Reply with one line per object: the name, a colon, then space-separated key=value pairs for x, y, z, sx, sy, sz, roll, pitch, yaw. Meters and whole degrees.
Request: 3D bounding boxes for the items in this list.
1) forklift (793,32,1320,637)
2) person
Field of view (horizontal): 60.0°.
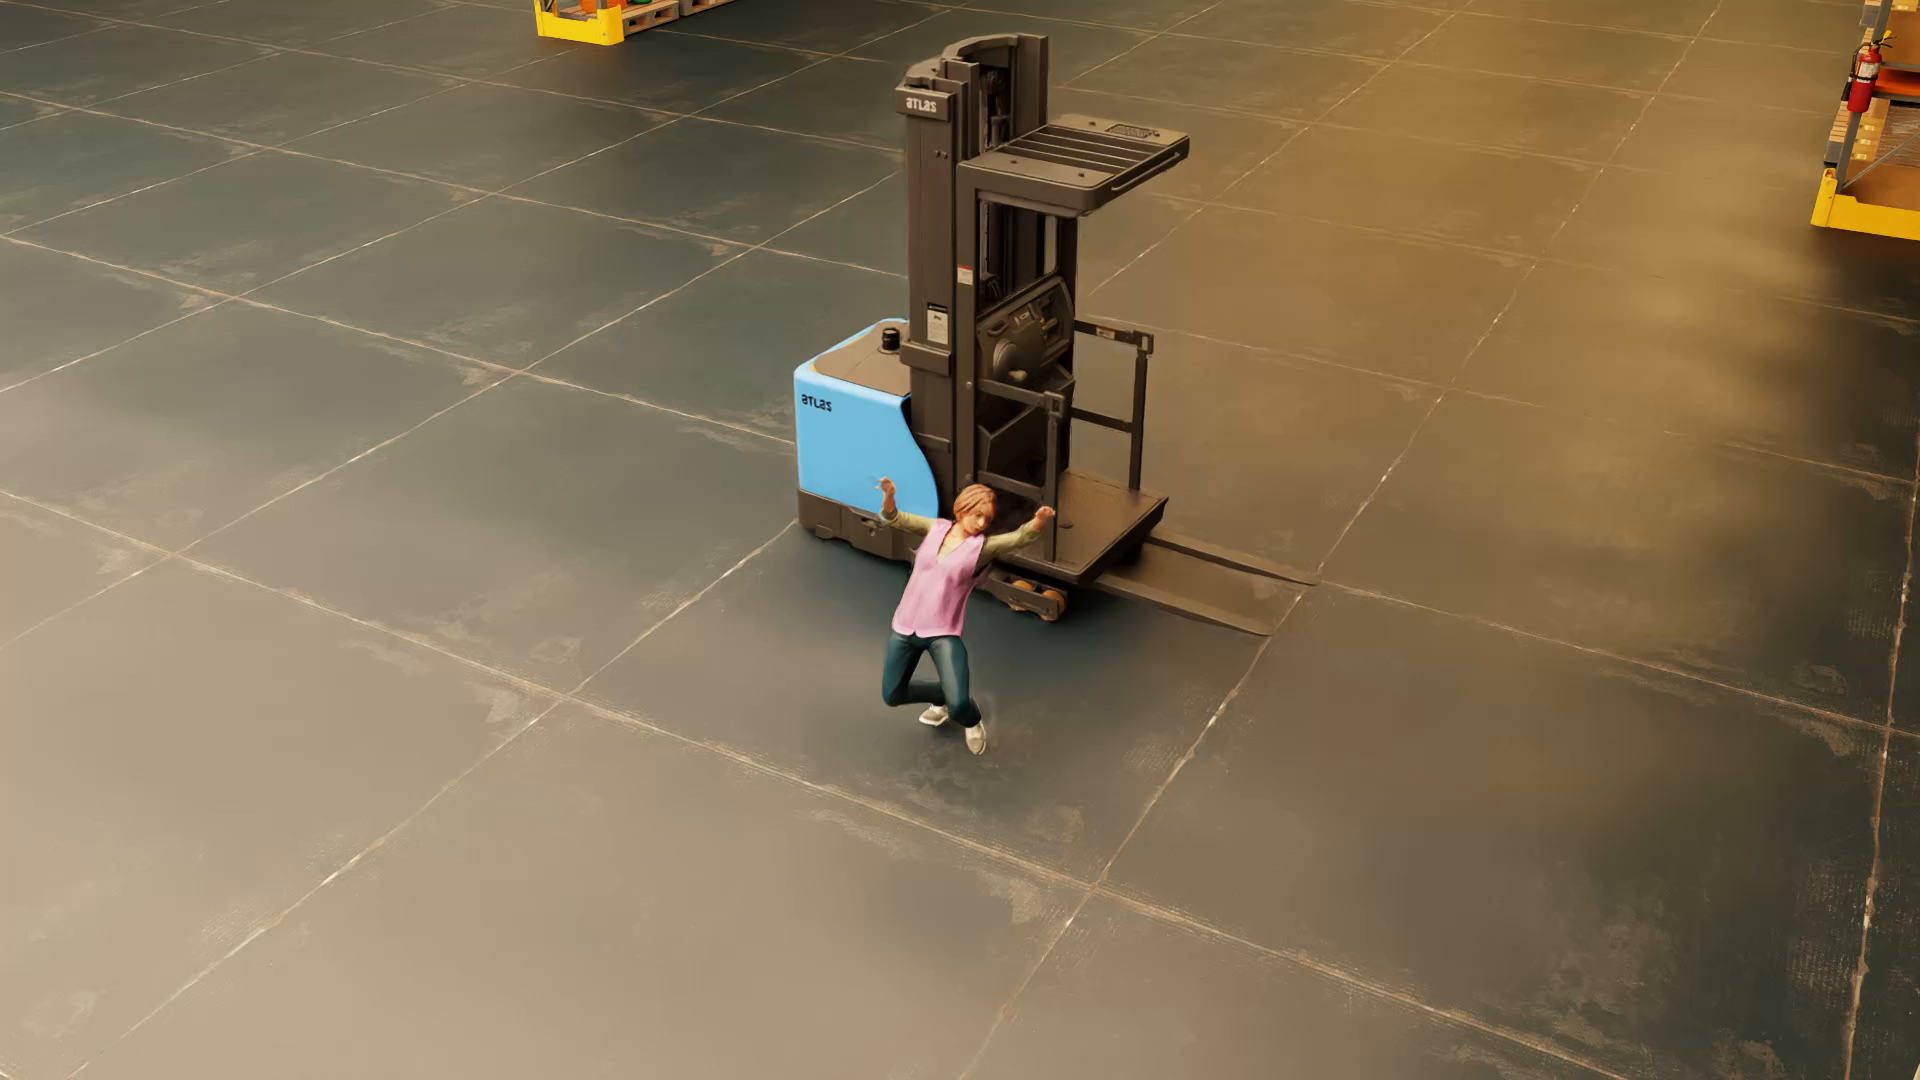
forklift: x=0.535 y=-1.124 z=9.019 sx=3.031 sy=2.935 sz=1.130 roll=18 pitch=35 yaw=28
person: x=0.022 y=0.357 z=7.859 sx=0.873 sy=1.502 sz=0.697 roll=16 pitch=33 yaw=25
